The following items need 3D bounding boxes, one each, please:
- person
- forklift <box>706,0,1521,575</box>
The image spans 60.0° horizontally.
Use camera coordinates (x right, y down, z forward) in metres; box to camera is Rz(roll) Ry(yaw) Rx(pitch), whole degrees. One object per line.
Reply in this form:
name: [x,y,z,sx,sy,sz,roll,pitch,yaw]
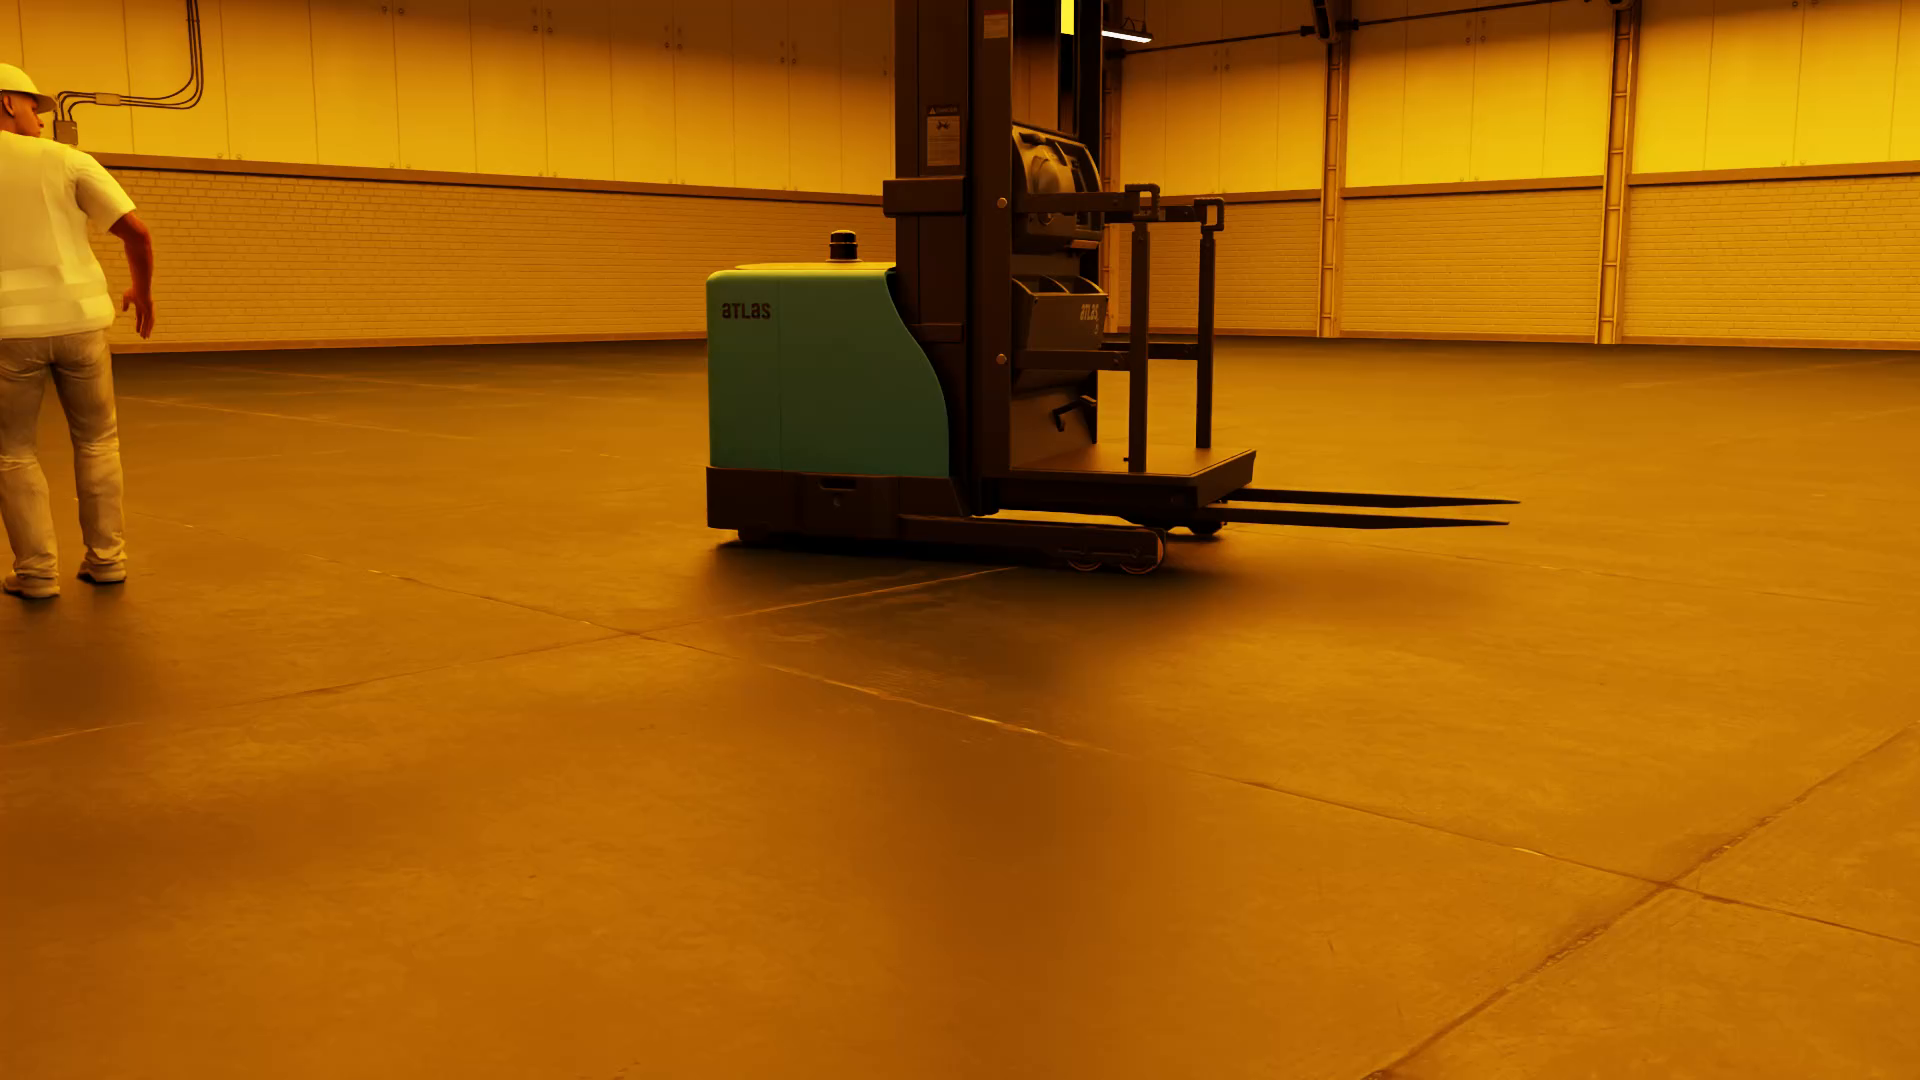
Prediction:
person: [-3.100,-0.698,5.526,0.780,1.737,0.516,-5,10,-30]
forklift: [0.565,-1.416,6.275,3.031,2.935,1.130,3,9,22]
